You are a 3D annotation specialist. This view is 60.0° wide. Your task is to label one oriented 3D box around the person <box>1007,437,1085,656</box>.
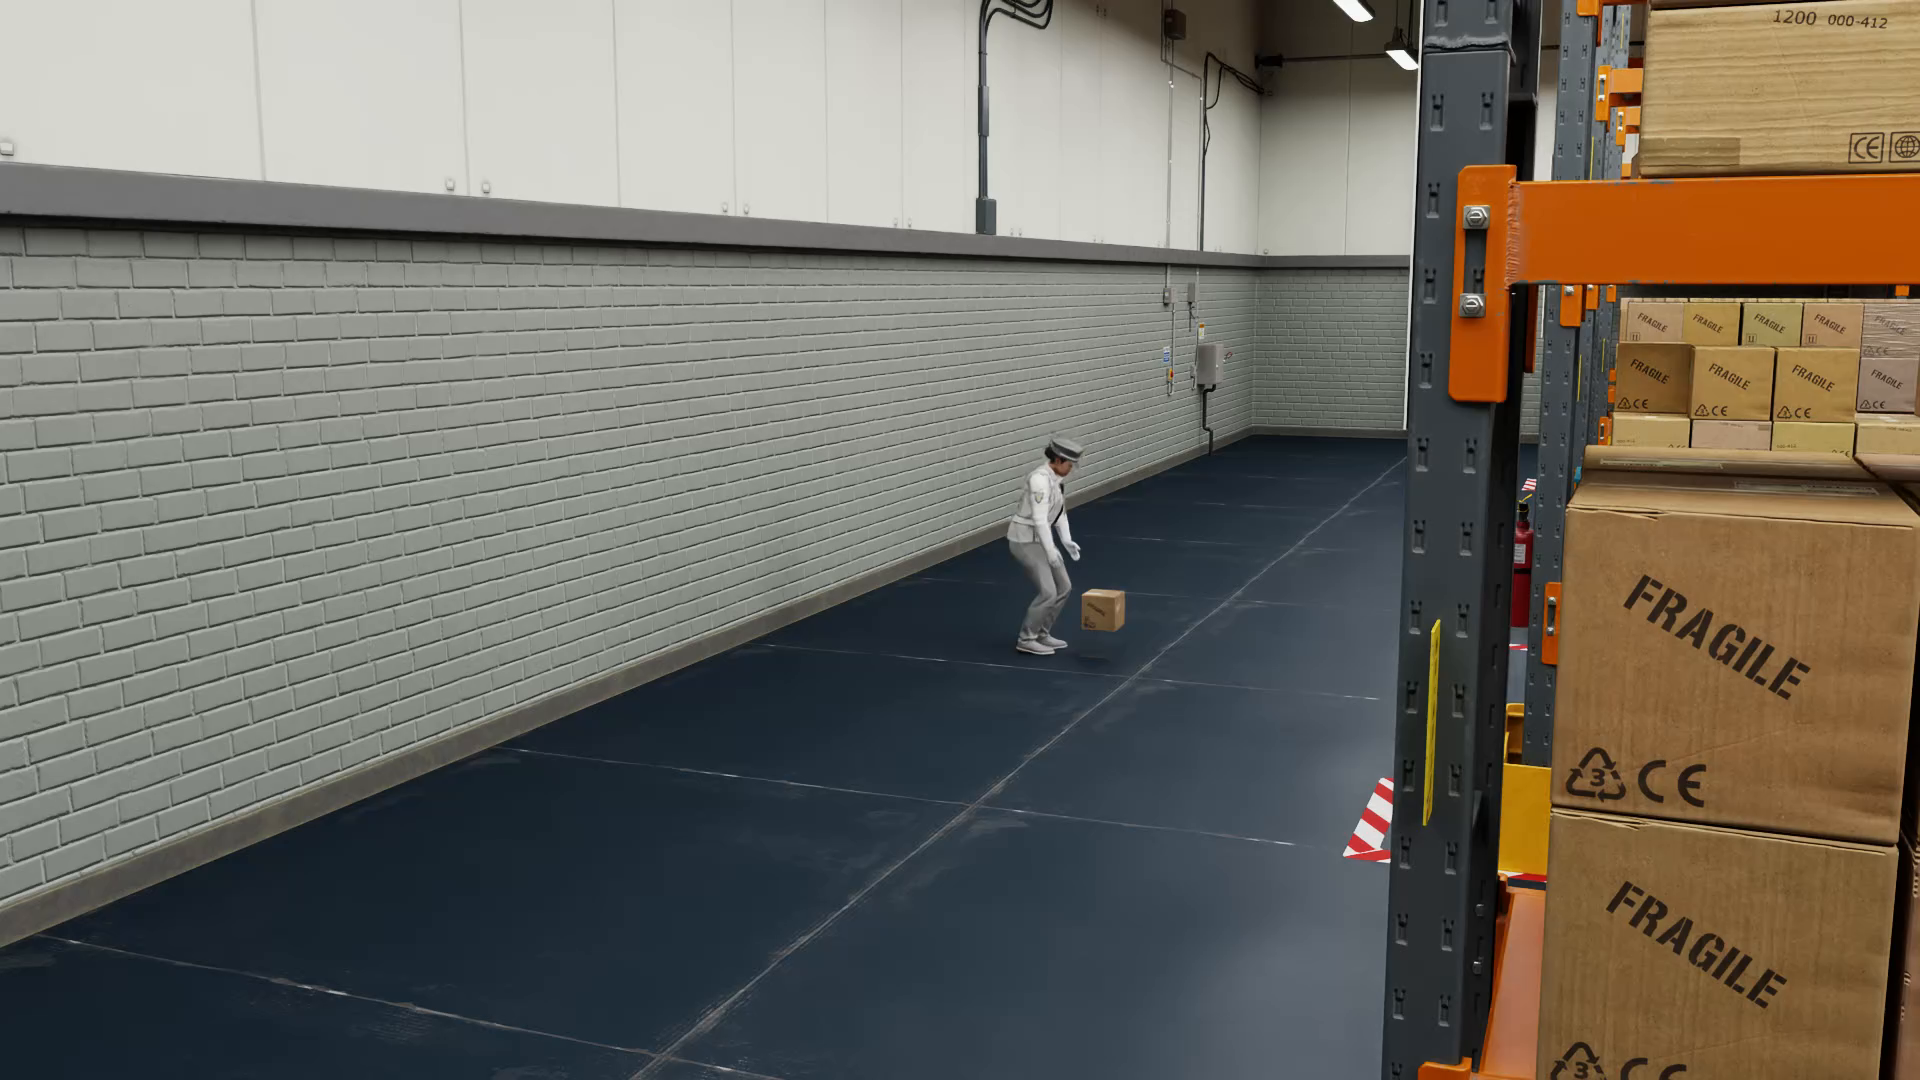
[{"bbox_3d":[0.628,0.035,12.014,0.548,1.559,0.520,4,10,22],"label":"person"}]
